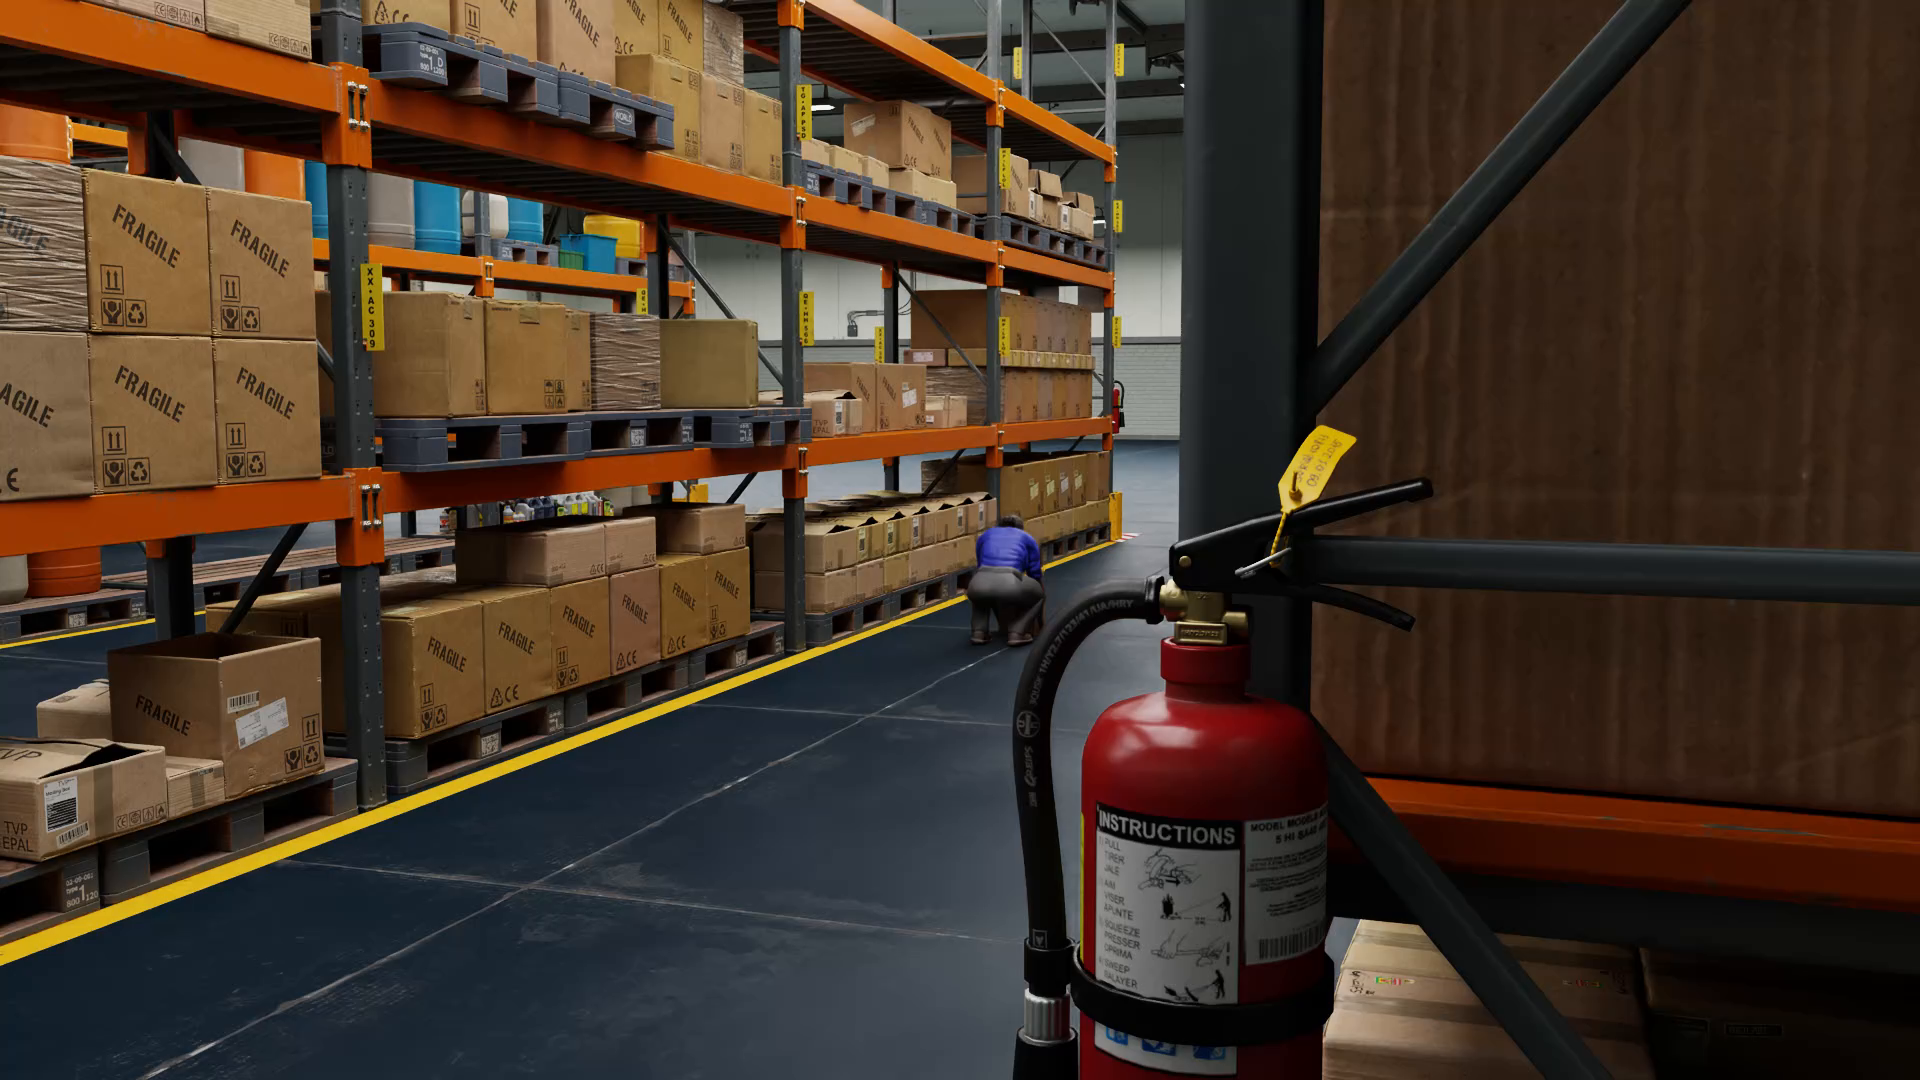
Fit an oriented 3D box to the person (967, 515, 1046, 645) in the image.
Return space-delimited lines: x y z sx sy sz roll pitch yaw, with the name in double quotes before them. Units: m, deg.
"person" 0.299 0.261 10.722 0.480 0.806 0.811 2 6 18
